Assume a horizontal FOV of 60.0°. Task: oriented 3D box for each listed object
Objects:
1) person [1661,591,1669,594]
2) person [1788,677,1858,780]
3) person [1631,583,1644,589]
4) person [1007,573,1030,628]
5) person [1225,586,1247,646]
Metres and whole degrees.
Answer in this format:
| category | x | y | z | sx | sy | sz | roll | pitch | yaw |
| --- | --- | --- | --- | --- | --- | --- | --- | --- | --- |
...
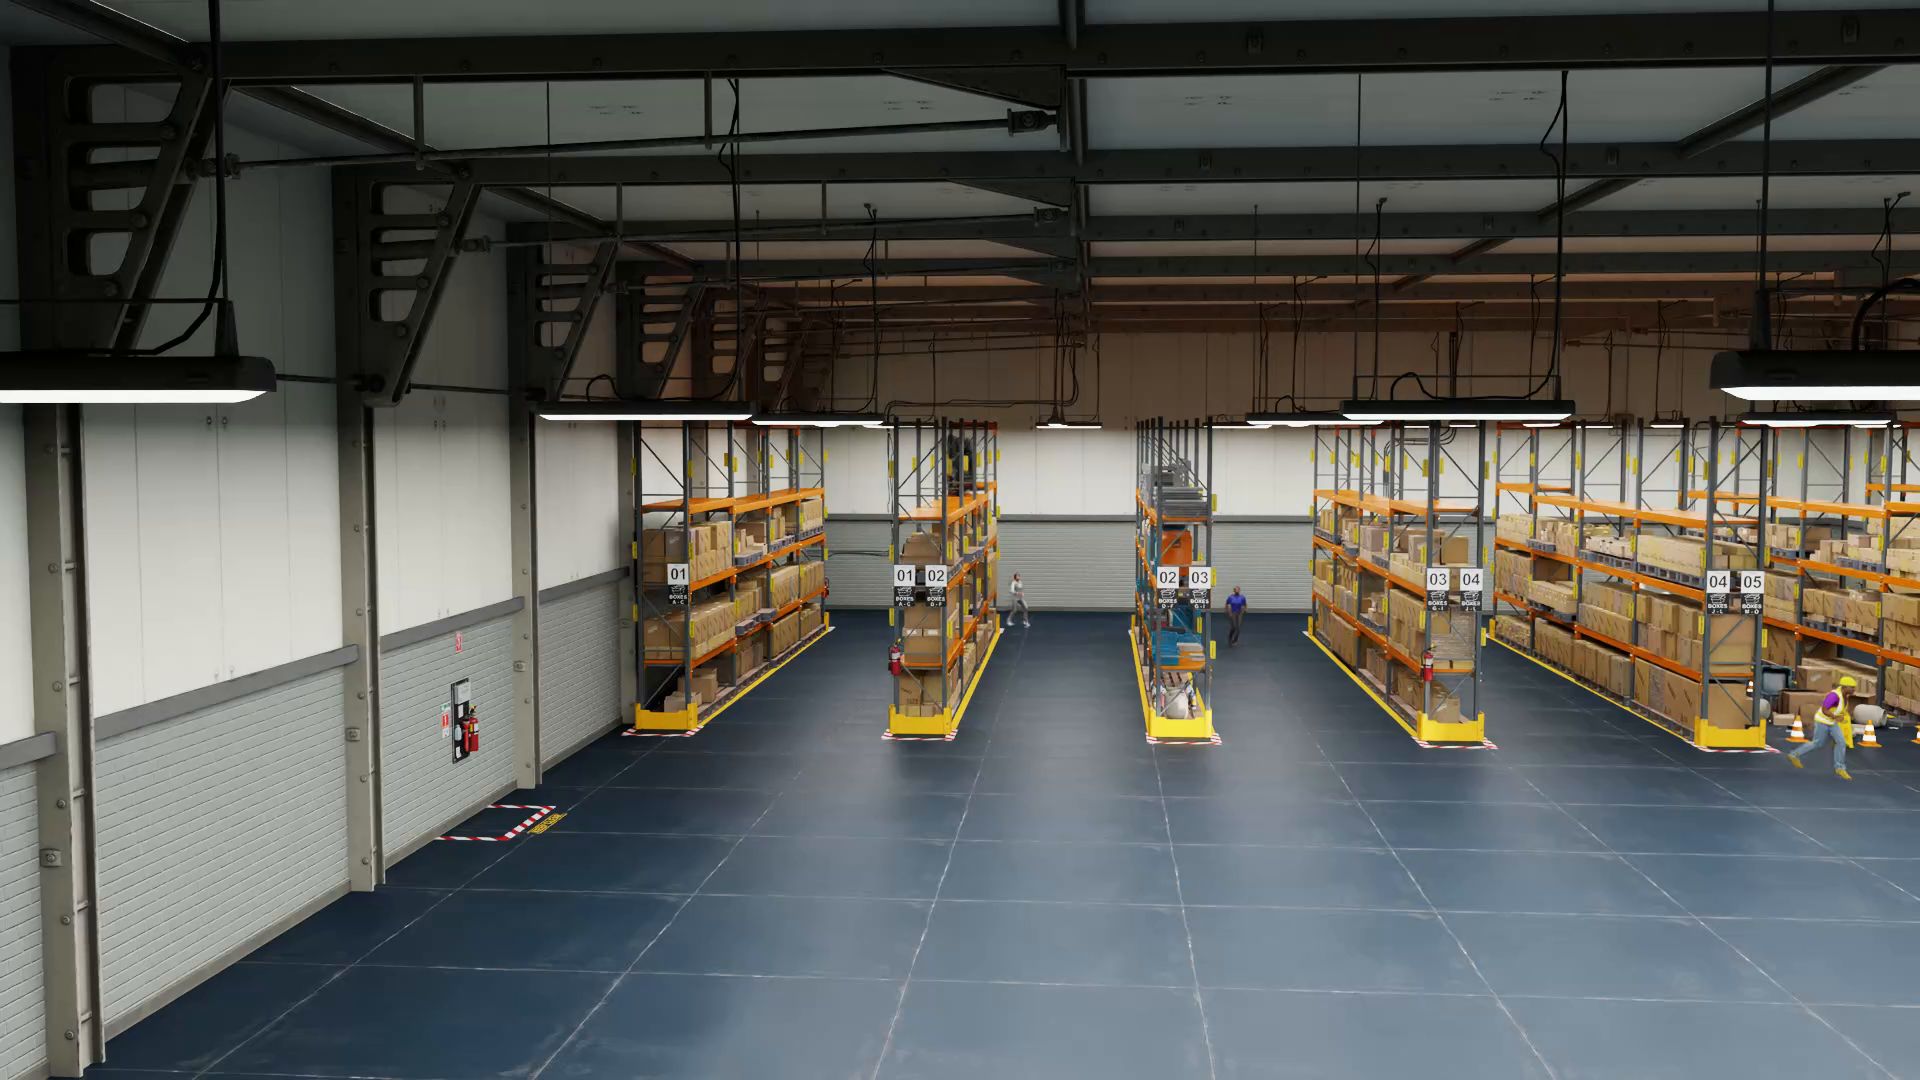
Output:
| category | x | y | z | sx | sy | sz | roll | pitch | yaw |
| --- | --- | --- | --- | --- | --- | --- | --- | --- | --- |
| person | 17.333 | 2.168 | 40.981 | 0.660 | 1.809 | 0.878 | 0 | 4 | -1 |
| person | 14.383 | 3.092 | 27.709 | 1.056 | 1.715 | 0.744 | 4 | 5 | 44 |
| person | 19.326 | 1.796 | 47.240 | 0.722 | 1.752 | 0.750 | 1 | 4 | 13 |
| person | 1.668 | 1.759 | 48.613 | 0.735 | 1.623 | 0.543 | 4 | 5 | 44 |
| person | 7.353 | 2.030 | 44.131 | 0.560 | 1.621 | 0.574 | 0 | 4 | 0 |
